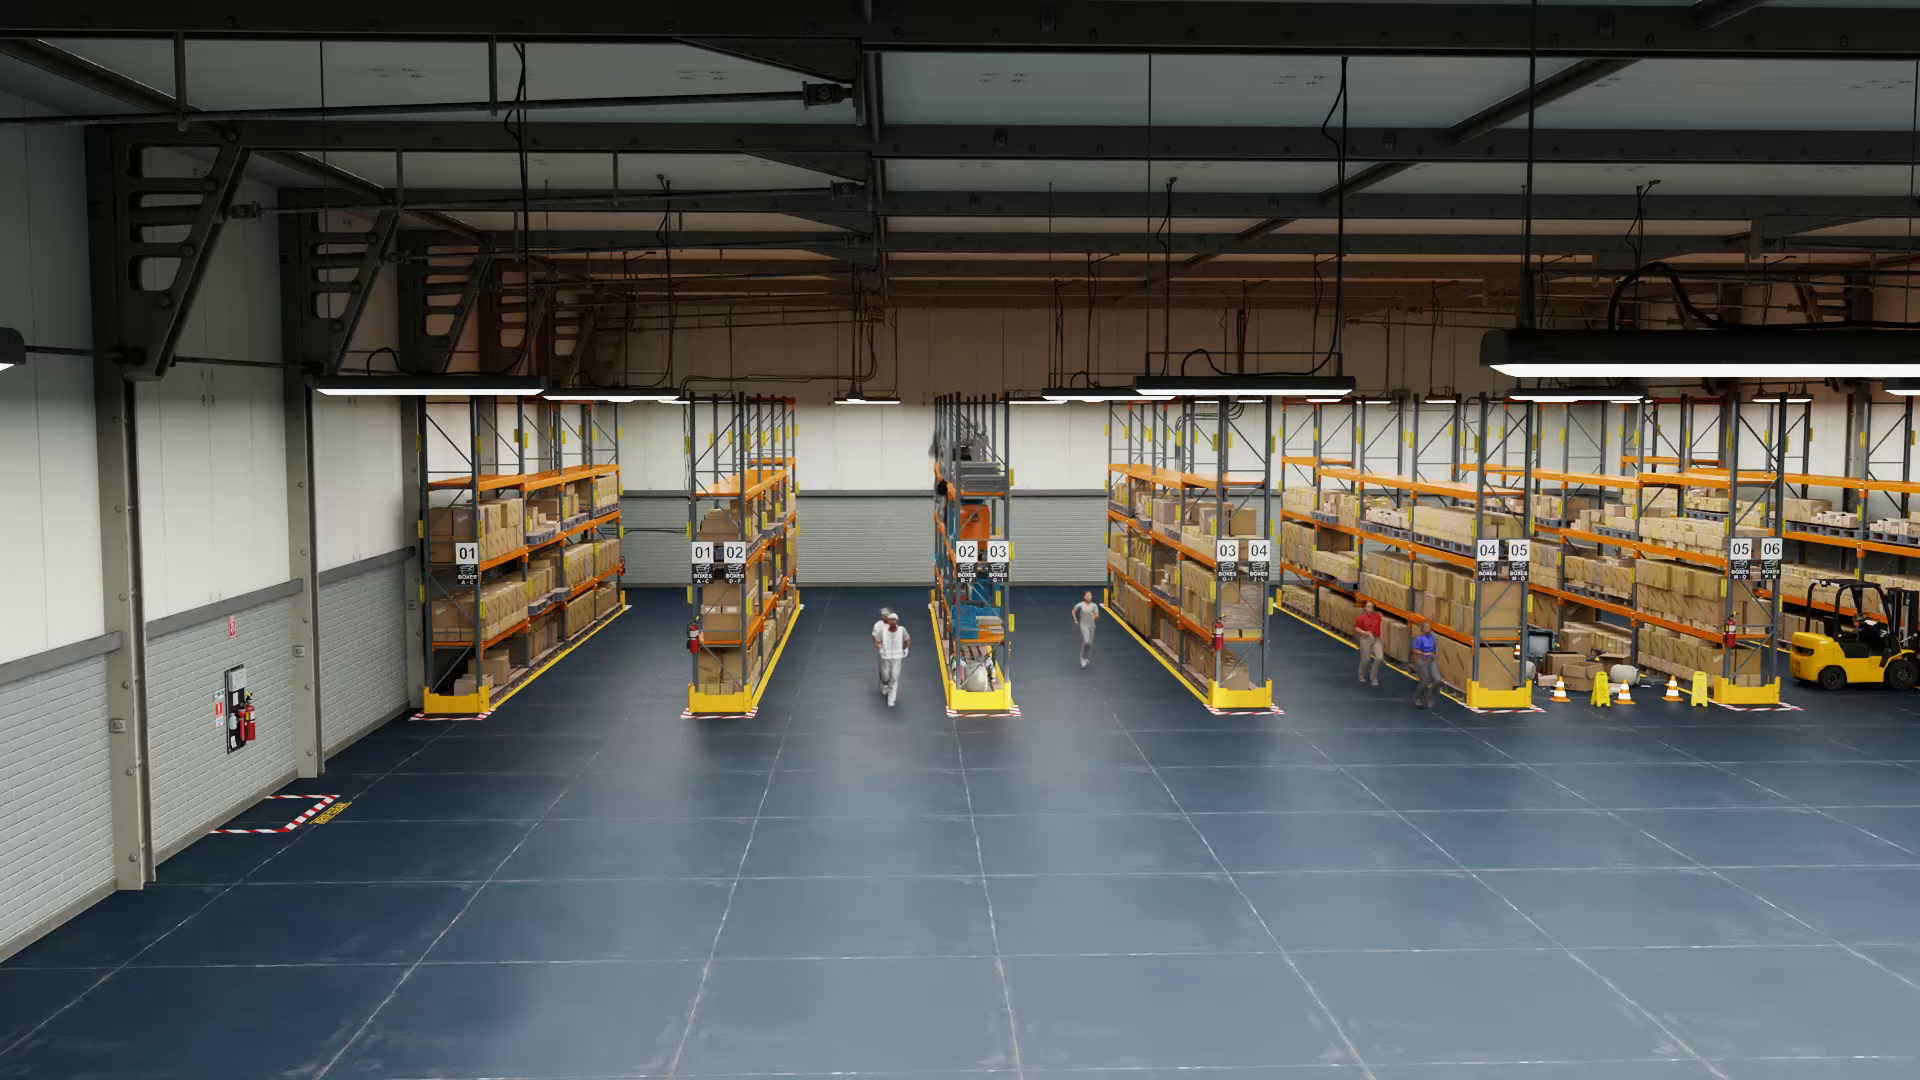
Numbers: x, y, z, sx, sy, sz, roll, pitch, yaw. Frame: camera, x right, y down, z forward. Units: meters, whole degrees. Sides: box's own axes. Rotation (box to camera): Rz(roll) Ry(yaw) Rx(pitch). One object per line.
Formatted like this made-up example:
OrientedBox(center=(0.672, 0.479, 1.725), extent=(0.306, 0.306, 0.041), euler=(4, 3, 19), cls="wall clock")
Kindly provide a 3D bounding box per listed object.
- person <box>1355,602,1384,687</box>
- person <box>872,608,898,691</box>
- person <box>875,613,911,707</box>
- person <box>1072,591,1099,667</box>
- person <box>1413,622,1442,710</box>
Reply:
OrientedBox(center=(8.439, 2.149, 34.206), extent=(0.665, 1.766, 0.705), euler=(-1, 5, -7), cls="person")
OrientedBox(center=(-1.472, 2.226, 33.379), extent=(0.589, 1.756, 0.723), euler=(0, 5, -6), cls="person")
OrientedBox(center=(-1.299, 2.286, 32.152), extent=(0.699, 1.768, 0.846), euler=(0, 5, -3), cls="person")
OrientedBox(center=(2.805, 1.956, 36.649), extent=(0.535, 1.685, 0.654), euler=(-1, 5, -16), cls="person")
OrientedBox(center=(8.834, 2.391, 31.538), extent=(0.633, 1.685, 0.621), euler=(-2, 5, -26), cls="person")
